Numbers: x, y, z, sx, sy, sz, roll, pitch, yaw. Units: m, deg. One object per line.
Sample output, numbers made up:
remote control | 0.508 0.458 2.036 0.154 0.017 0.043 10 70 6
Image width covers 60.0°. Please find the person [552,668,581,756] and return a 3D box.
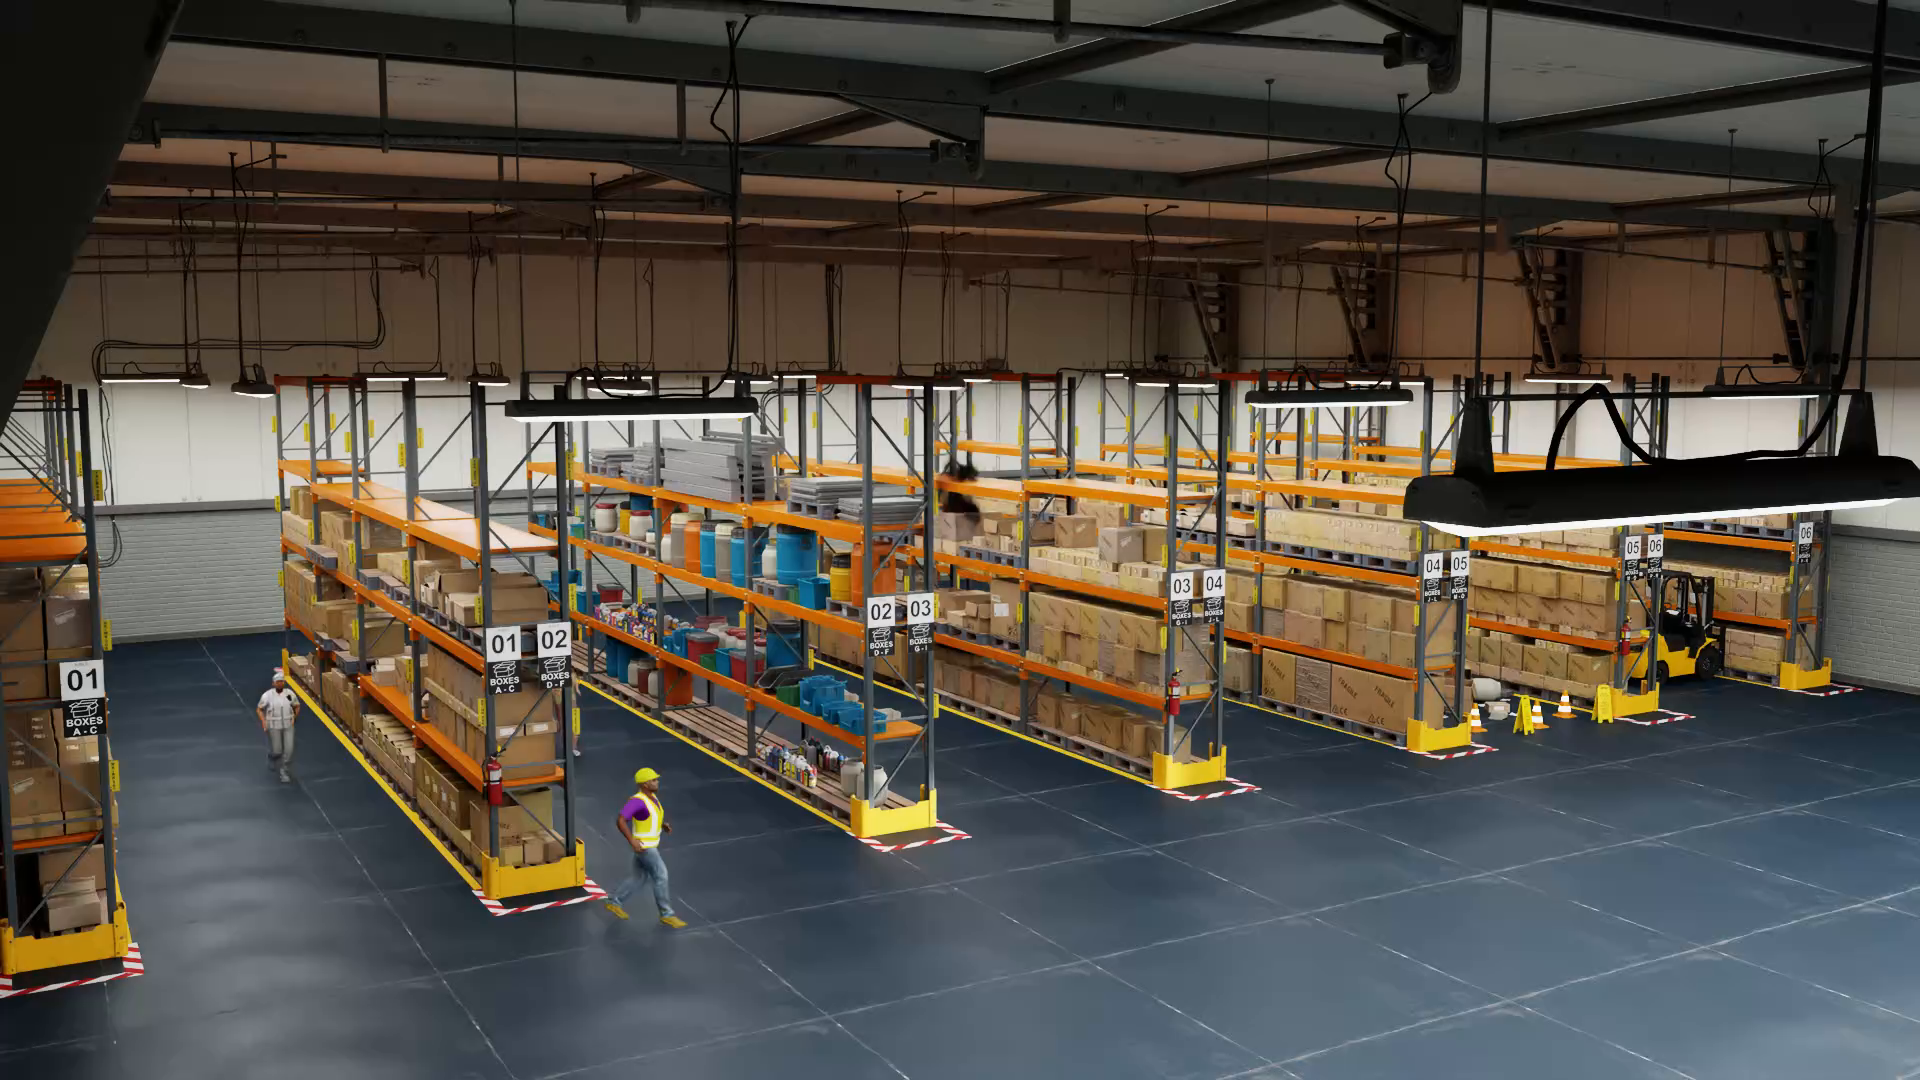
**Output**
person | -6.331 2.626 26.689 0.593 1.593 0.894 -5 8 -41

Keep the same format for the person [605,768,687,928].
person | -3.517 3.425 18.573 0.927 1.782 0.719 0 6 -3

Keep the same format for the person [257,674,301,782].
person | -10.212 2.804 24.991 0.616 1.619 0.550 -4 7 -33

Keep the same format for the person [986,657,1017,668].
person | 0.801 1.626 32.772 0.576 1.723 0.843 -4 8 -35
